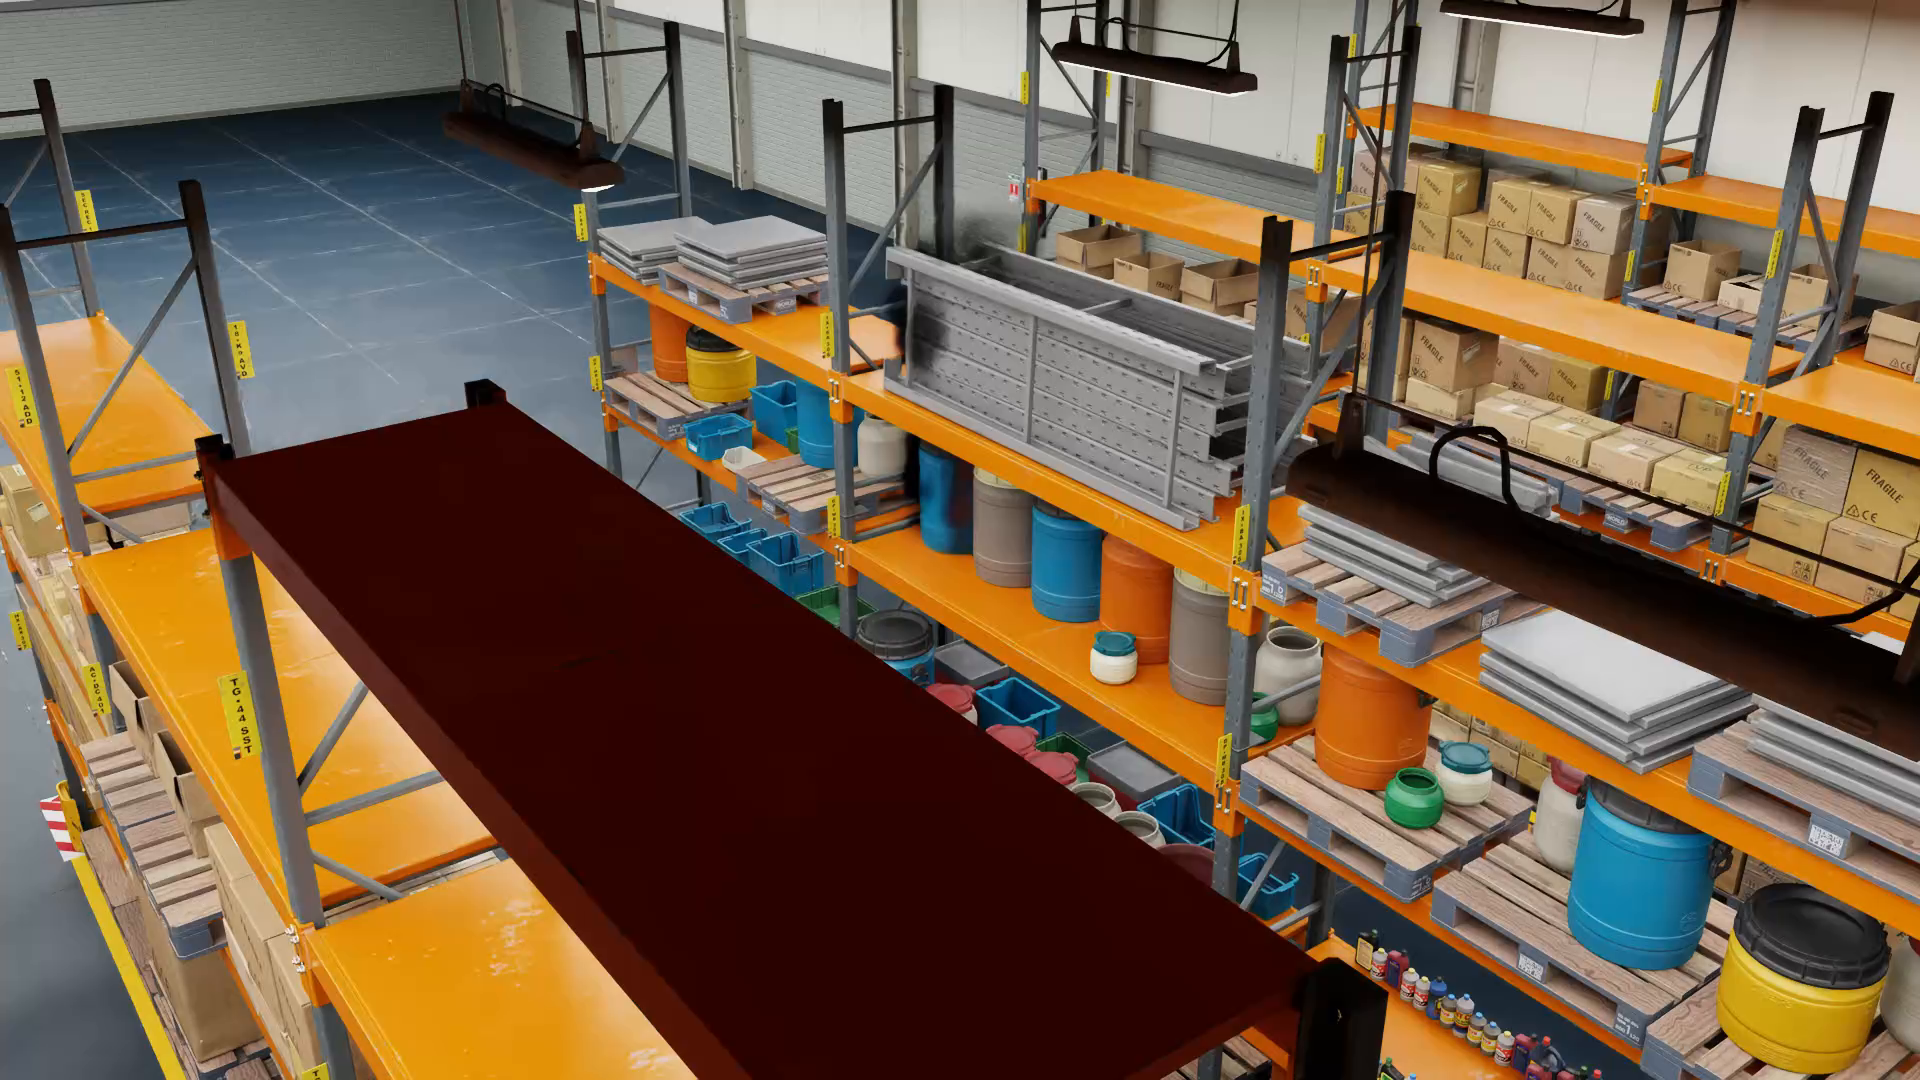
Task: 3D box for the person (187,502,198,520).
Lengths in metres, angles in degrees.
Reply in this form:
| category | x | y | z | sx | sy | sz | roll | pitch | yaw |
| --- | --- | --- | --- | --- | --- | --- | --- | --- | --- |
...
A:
| category | x | y | z | sx | sy | sz | roll | pitch | yaw |
| --- | --- | --- | --- | --- | --- | --- | --- | --- | --- |
| person | -9.212 | -0.960 | 19.037 | 0.610 | 1.665 | 0.597 | -10 | 27 | -20 |
